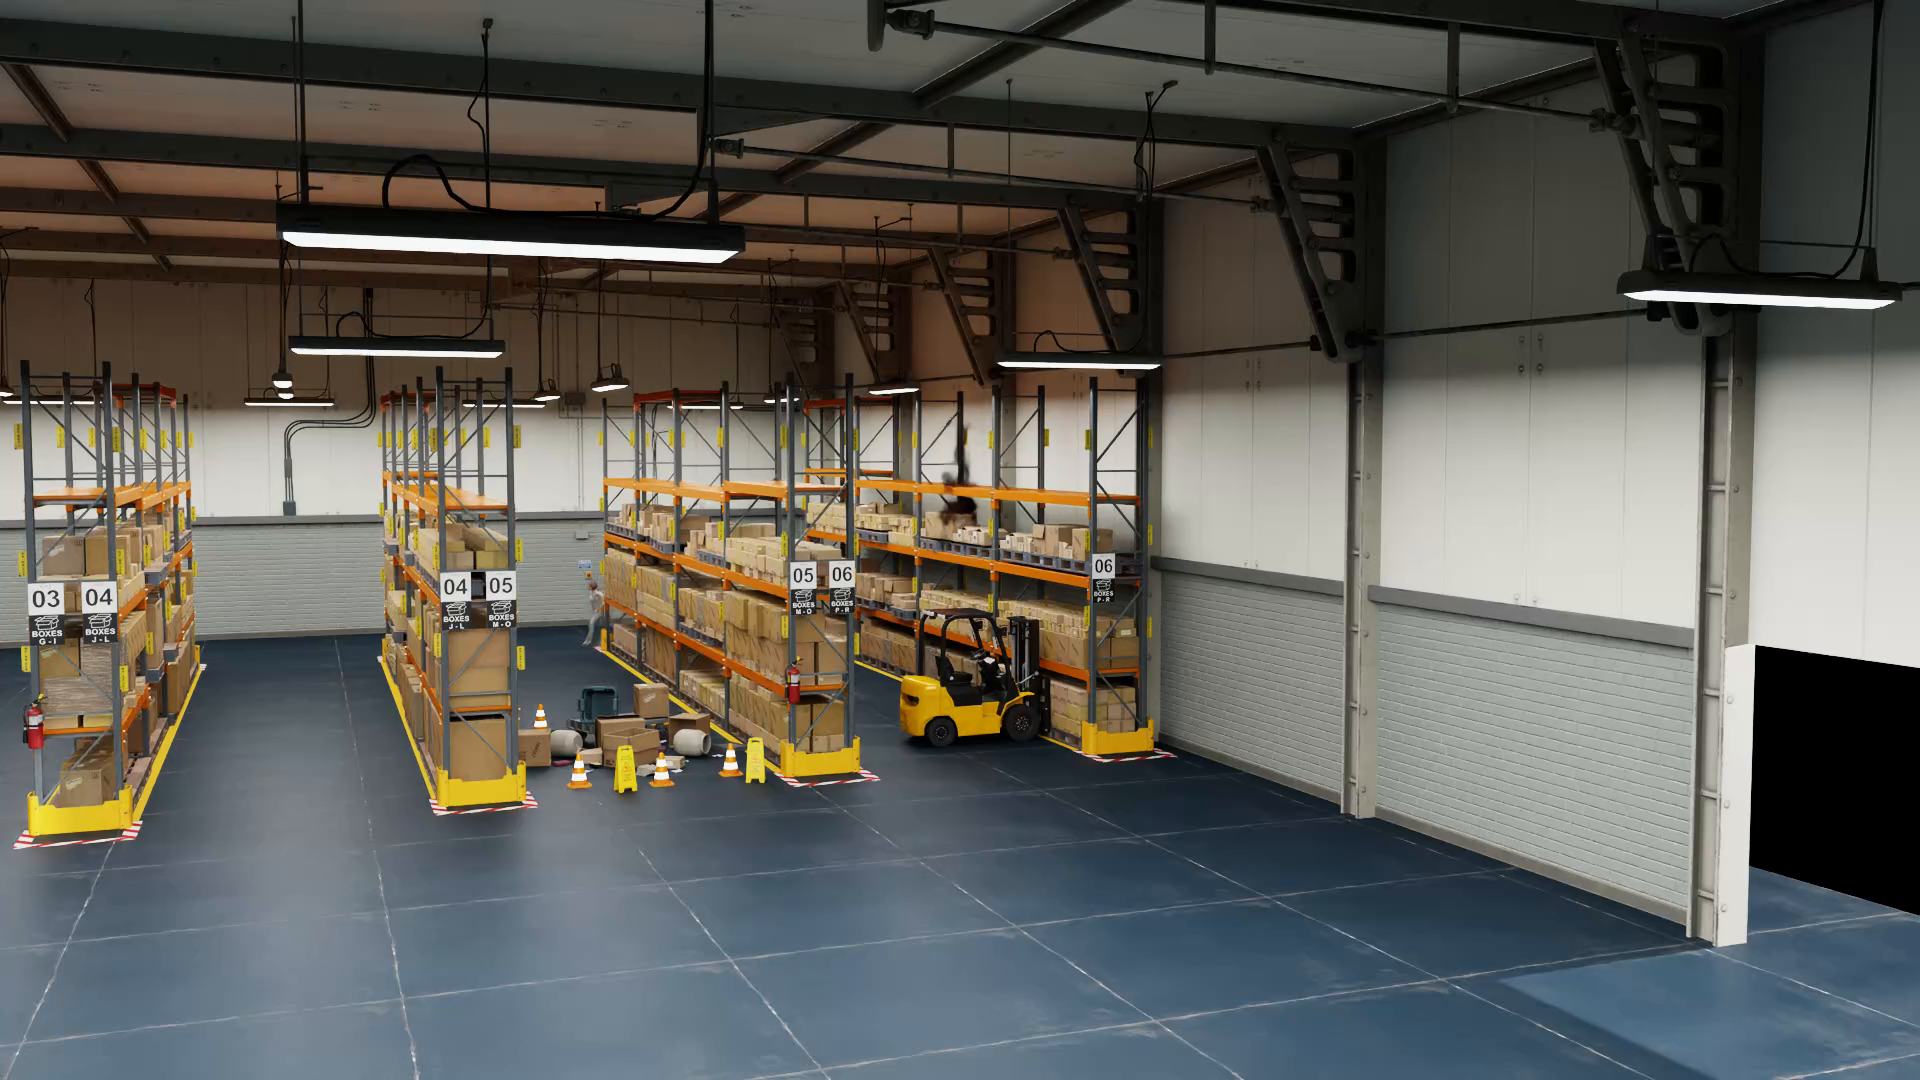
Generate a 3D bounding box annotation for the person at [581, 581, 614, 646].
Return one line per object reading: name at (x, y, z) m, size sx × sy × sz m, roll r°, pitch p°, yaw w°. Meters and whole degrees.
person at (-8.768, 1.783, 40.627) m, size 0.984 × 1.584 × 0.540 m, roll -2°, pitch 4°, yaw -25°
